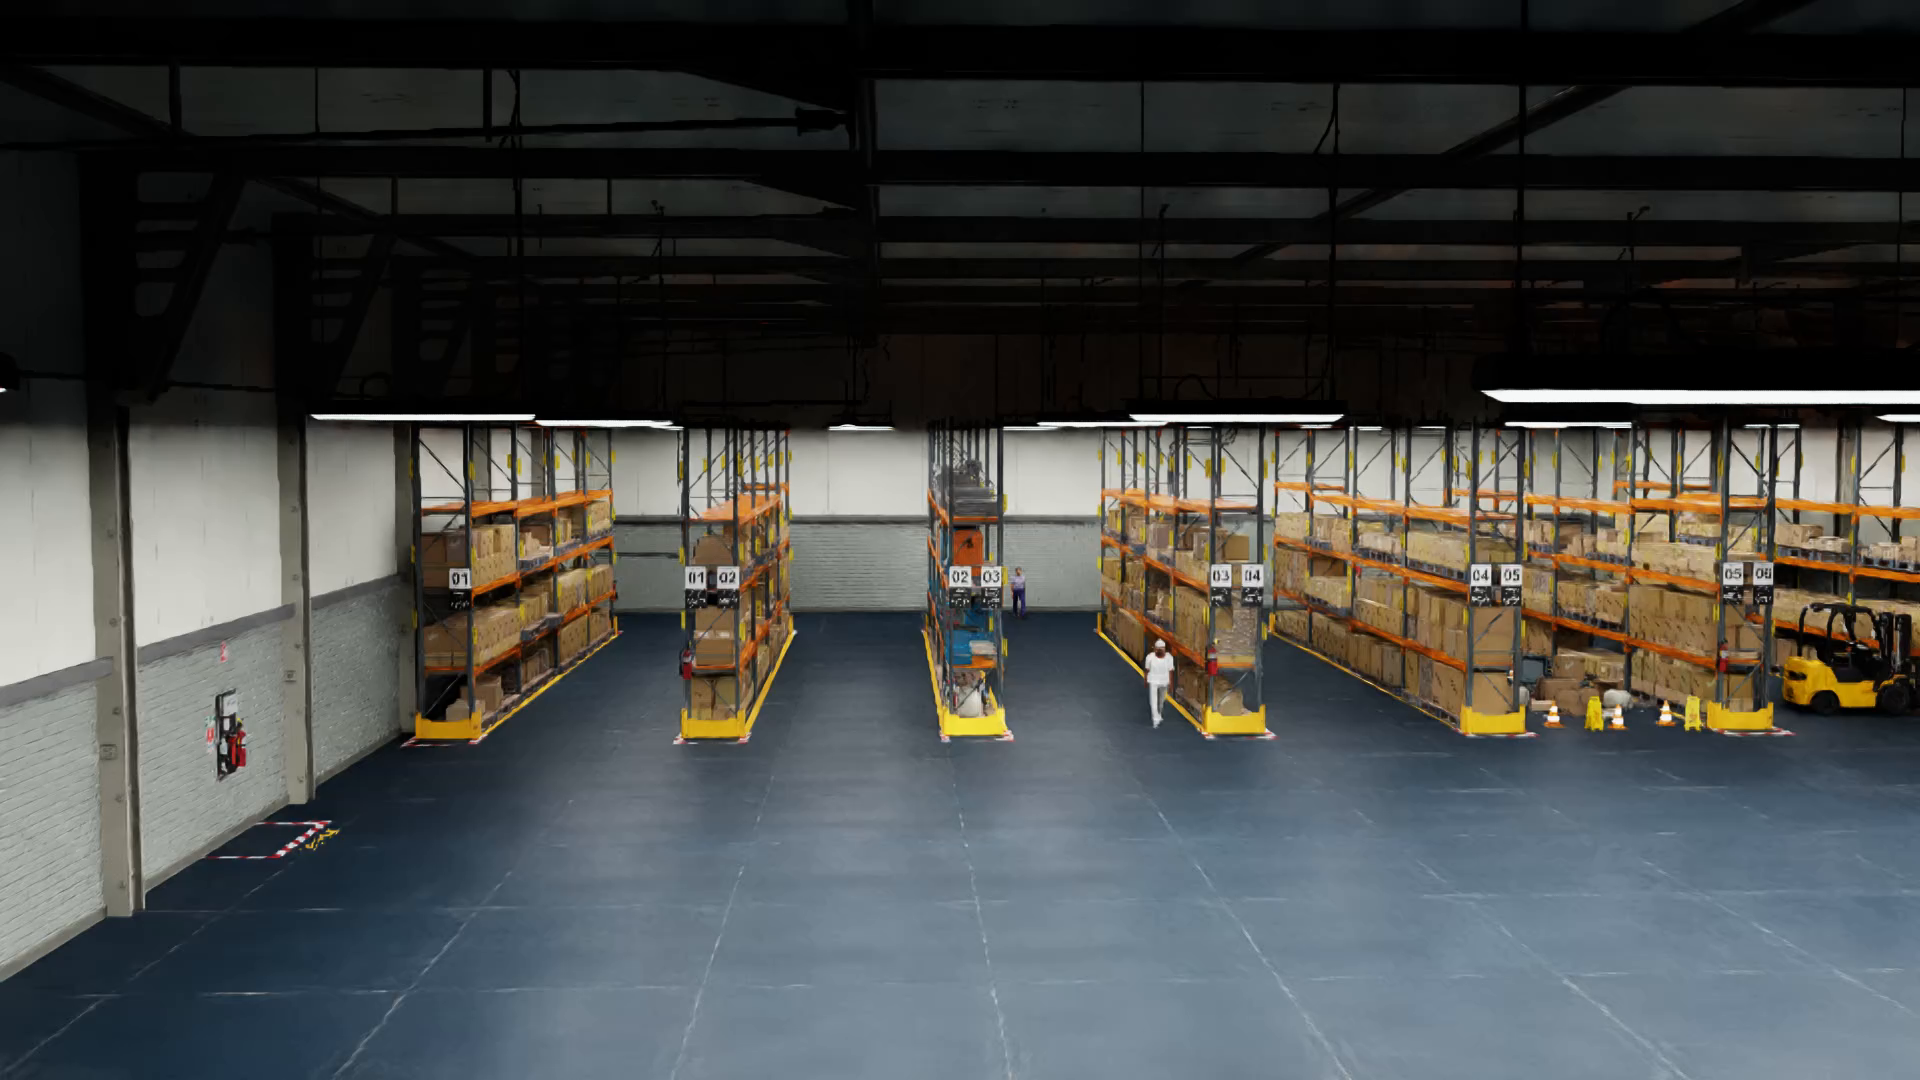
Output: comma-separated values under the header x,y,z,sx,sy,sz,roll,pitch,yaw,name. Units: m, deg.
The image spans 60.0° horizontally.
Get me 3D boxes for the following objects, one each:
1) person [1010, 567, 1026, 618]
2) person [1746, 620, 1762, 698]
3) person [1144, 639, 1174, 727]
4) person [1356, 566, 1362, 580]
x,y,z,sx,sy,sz,roll,pitch,yaw,name
1.789,1.592,51.135,0.479,1.567,1.090,0,4,0,person
17.014,2.604,35.782,0.549,1.542,0.574,2,4,29,person
3.883,2.755,32.300,0.577,1.687,1.116,0,4,-3,person
11.537,1.658,48.390,0.431,1.791,0.637,1,4,21,person
